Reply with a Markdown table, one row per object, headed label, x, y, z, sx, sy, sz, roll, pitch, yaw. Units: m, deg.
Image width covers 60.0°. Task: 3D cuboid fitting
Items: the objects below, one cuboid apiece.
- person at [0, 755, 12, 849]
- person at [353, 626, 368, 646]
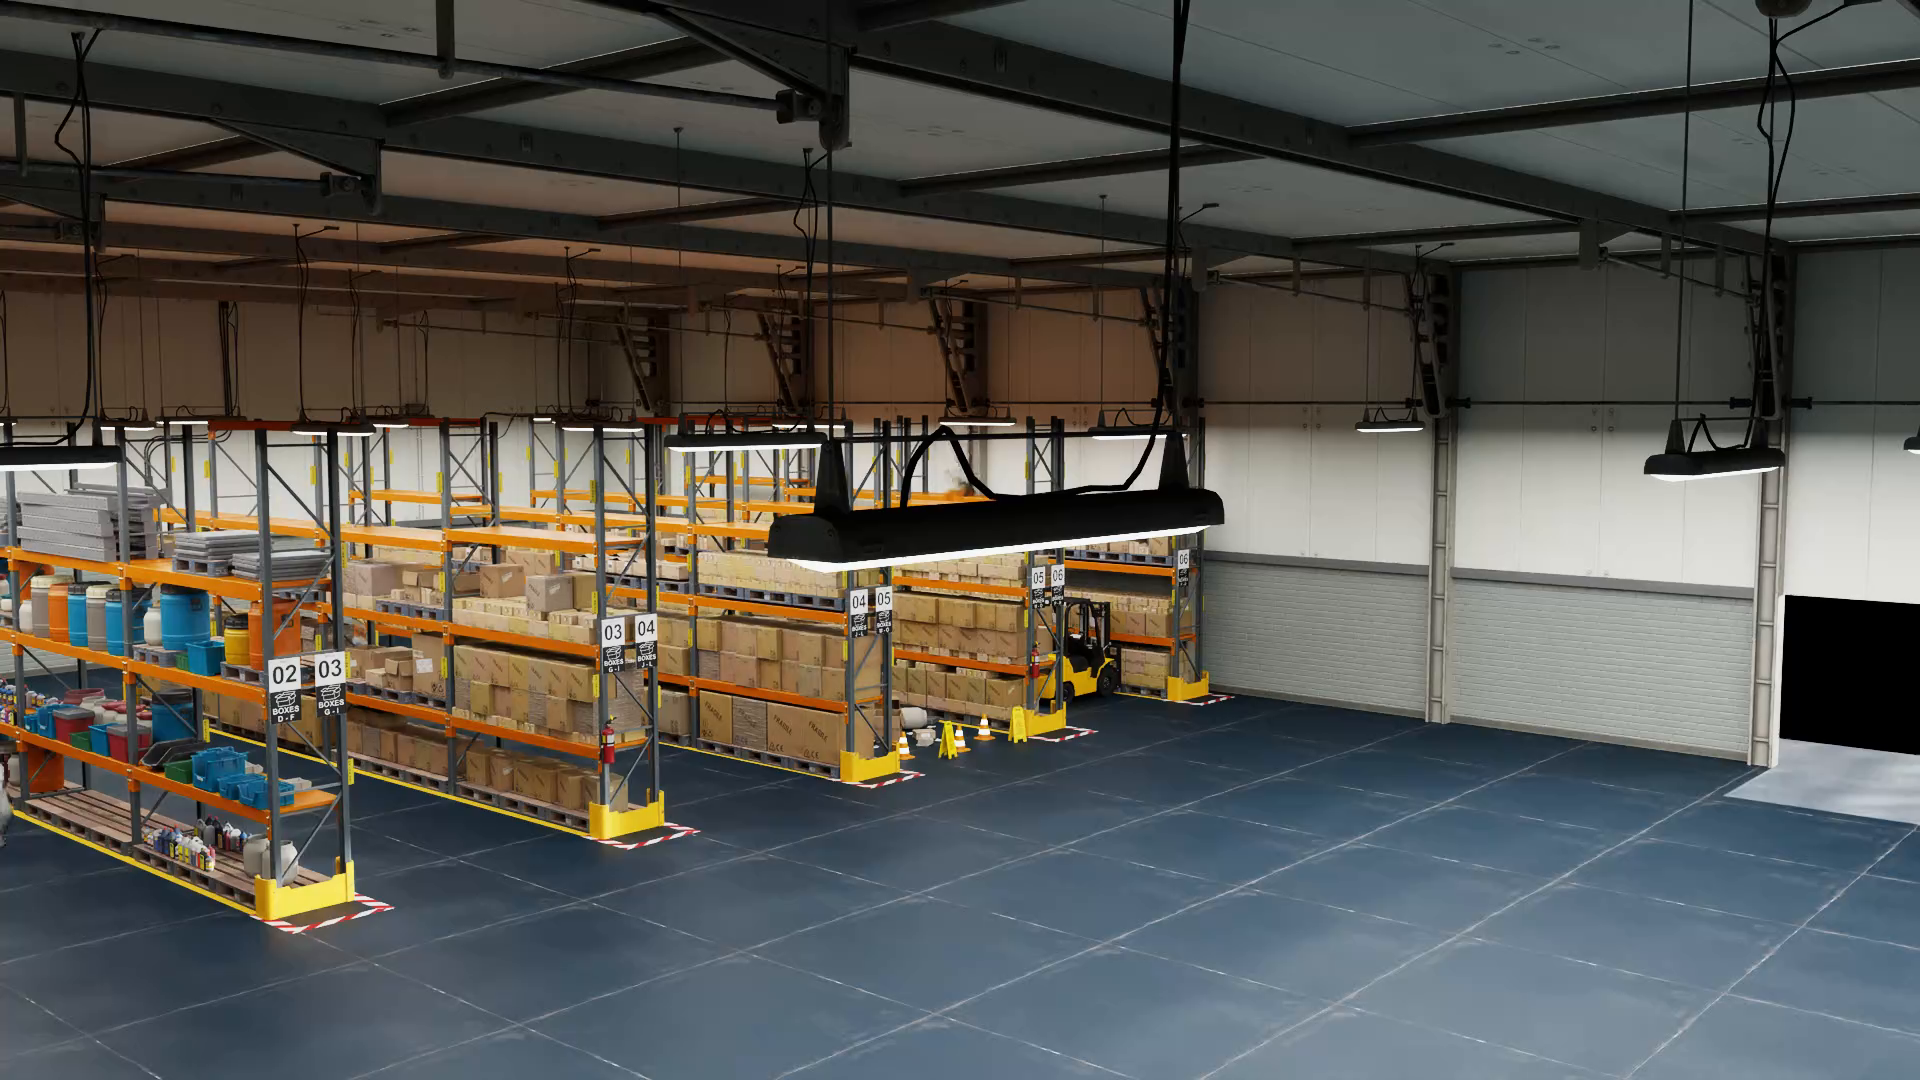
| label | x | y | z | sx | sy | sz | roll | pitch | yaw |
| --- | --- | --- | --- | --- | --- | --- | --- | --- | --- |
| person | -13.662 | 3.564 | 23.441 | 0.621 | 1.666 | 0.589 | 3 | 6 | 34 |
| person | -12.781 | 2.611 | 35.619 | 0.577 | 1.565 | 0.557 | 4 | 6 | 39 |
